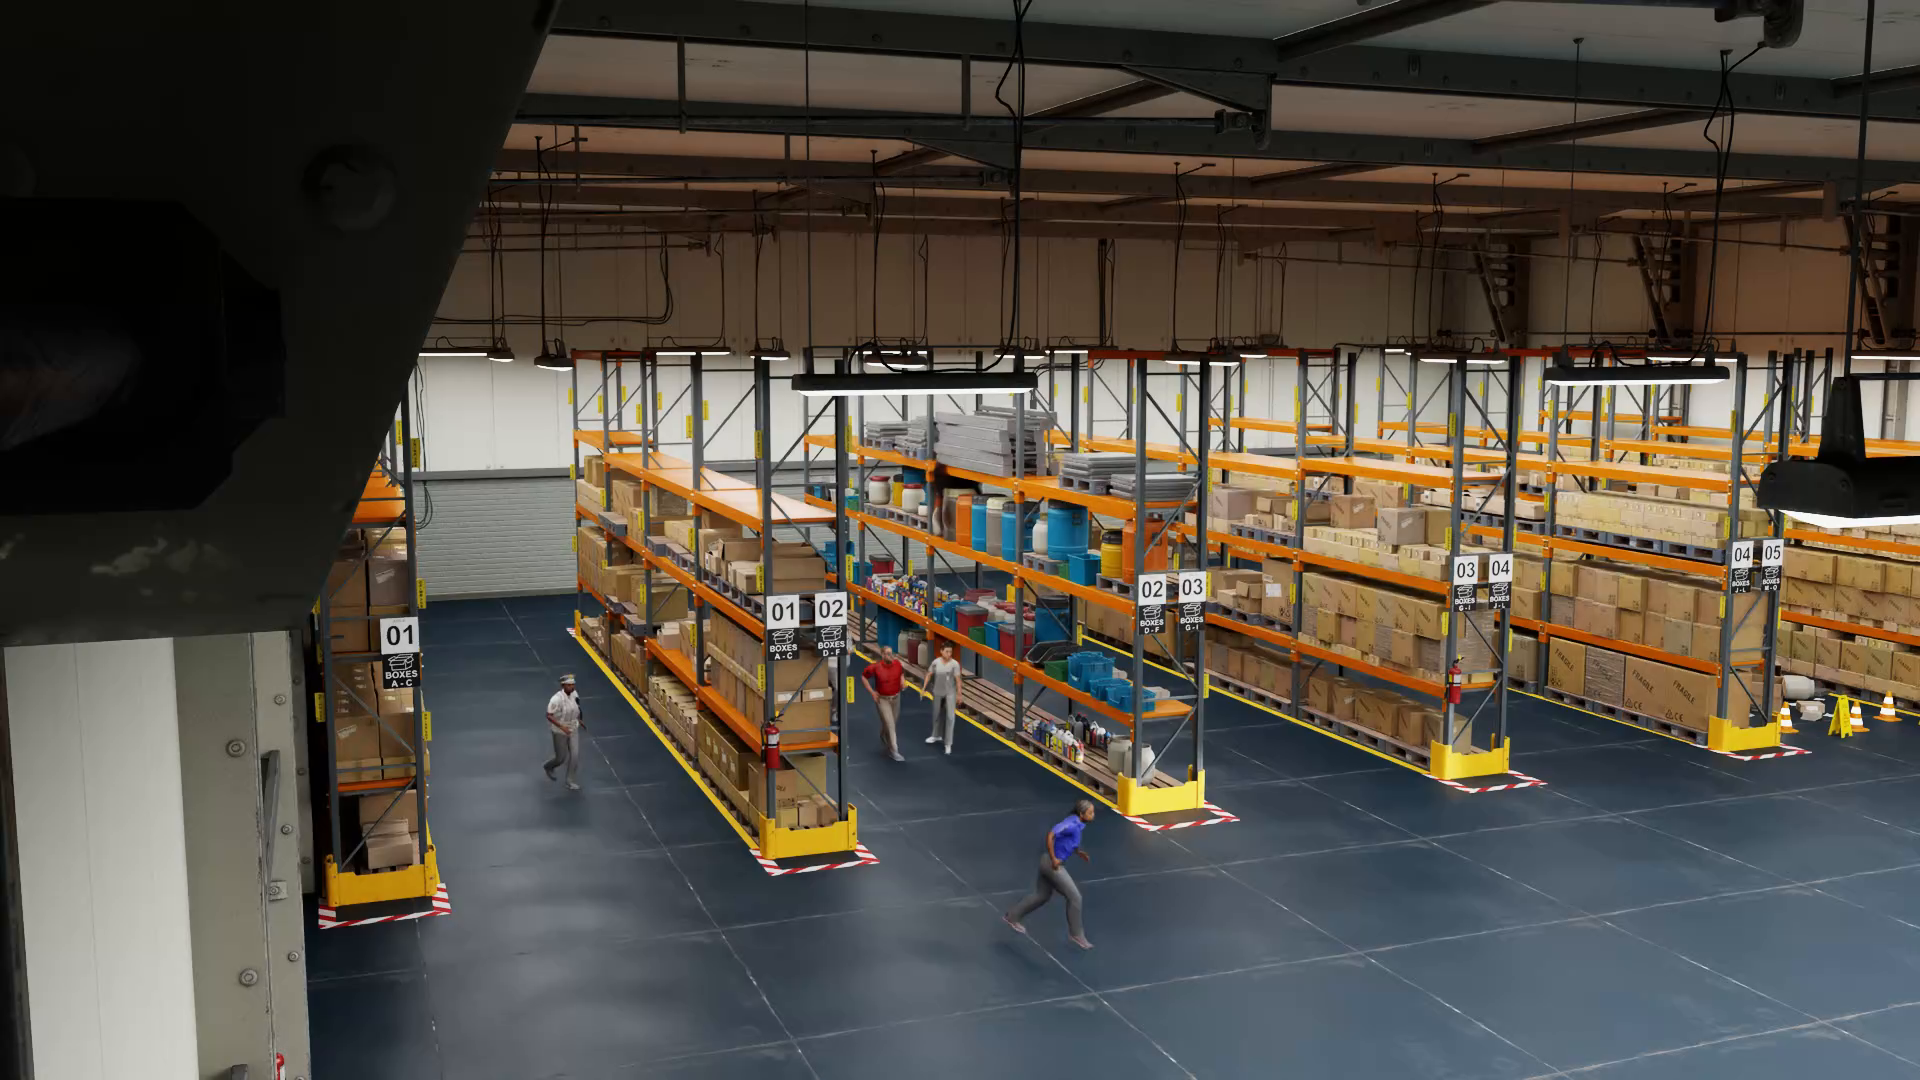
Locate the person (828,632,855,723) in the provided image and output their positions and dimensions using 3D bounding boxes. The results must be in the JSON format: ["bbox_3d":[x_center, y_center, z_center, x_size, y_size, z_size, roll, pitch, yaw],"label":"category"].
[{"bbox_3d":[-2.015,2.083,27.195,0.641,1.798,0.719,-5,9,-33],"label":"person"}]

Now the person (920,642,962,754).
[{"bbox_3d":[-0.279,2.369,25.391,0.620,1.664,0.761,2,7,13],"label":"person"}]

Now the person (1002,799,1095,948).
[{"bbox_3d":[0.911,3.448,17.214,0.957,1.616,0.616,2,7,13],"label":"person"}]

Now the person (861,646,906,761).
[{"bbox_3d":[-1.142,2.396,24.837,0.680,1.701,0.883,-4,8,-30],"label":"person"}]

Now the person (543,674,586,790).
[{"bbox_3d":[-5.568,2.644,23.236,0.574,1.647,0.743,-7,10,-44],"label":"person"}]
